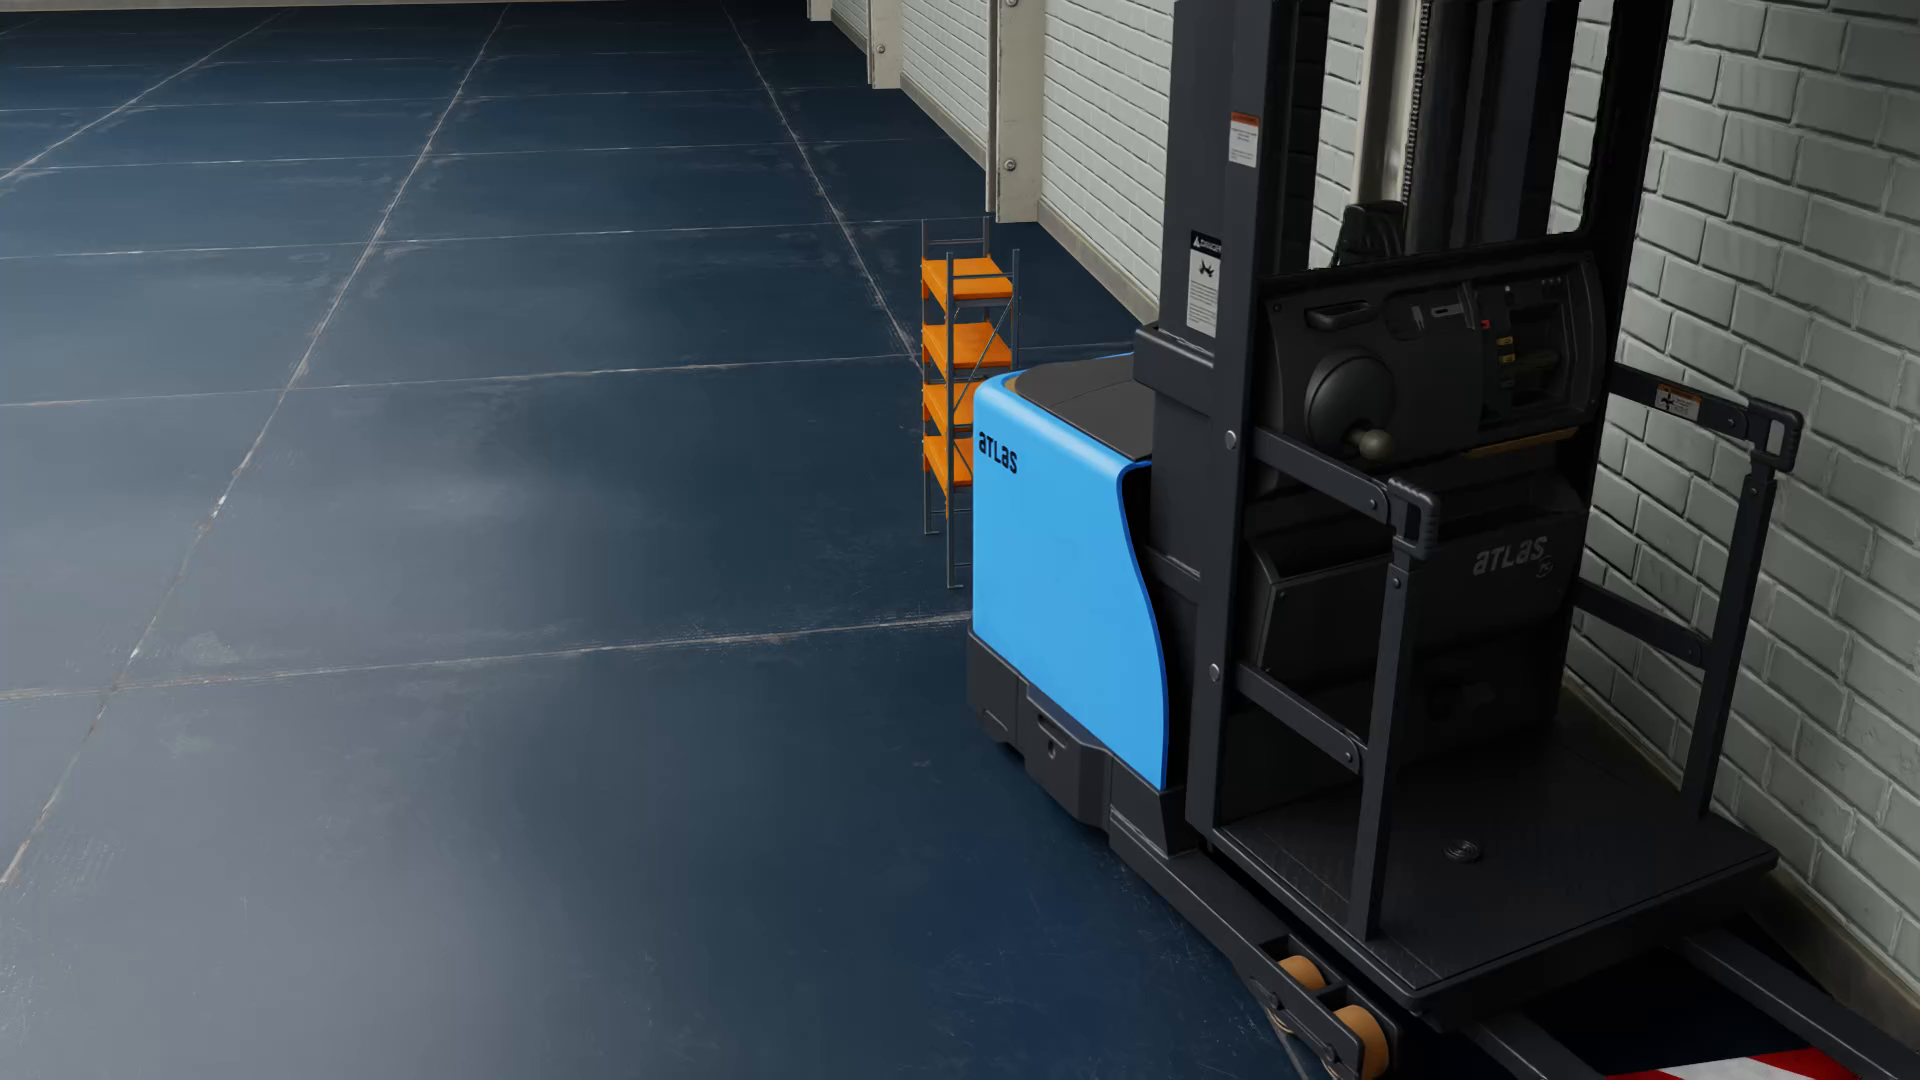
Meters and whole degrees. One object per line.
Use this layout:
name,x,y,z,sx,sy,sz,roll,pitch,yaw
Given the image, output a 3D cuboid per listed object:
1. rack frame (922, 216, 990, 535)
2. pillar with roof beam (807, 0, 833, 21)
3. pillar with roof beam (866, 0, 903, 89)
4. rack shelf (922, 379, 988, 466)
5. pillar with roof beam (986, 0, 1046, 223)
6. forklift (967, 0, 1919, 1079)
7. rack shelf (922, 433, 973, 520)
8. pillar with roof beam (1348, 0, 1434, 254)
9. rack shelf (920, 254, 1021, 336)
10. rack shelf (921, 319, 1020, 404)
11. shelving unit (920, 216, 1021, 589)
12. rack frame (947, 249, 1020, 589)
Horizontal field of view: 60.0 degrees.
rack frame,-0.015,-0.581,6.081,0.240,1.200,0.015,-4,24,-10
pillar with roof beam,-6.085,-10.729,19.573,9.100,9.000,0.400,-4,24,-10
pillar with roof beam,-4.976,-8.369,14.170,9.100,9.000,0.400,-4,24,-10
rack shelf,0.031,-0.423,5.888,0.258,0.148,0.480,-4,24,-10
pillar with roof beam,-3.866,-6.009,8.766,9.100,9.000,0.400,-4,24,-10
forklift,1.153,-0.378,3.454,1.130,2.935,3.031,-12,26,-25
rack shelf,0.031,-0.241,5.967,0.258,0.148,0.480,-4,24,-10
pillar with roof beam,-2.757,-3.649,3.362,9.100,9.000,0.400,-4,24,-10
rack shelf,0.031,-0.845,5.703,0.258,0.148,0.480,-4,24,-10
rack shelf,0.031,-0.628,5.798,0.258,0.148,0.480,-4,24,-10
shelving unit,0.031,-0.485,5.861,0.258,1.200,0.503,-4,24,-10
rack frame,0.076,-0.389,5.641,0.240,1.200,0.015,-4,24,-10
